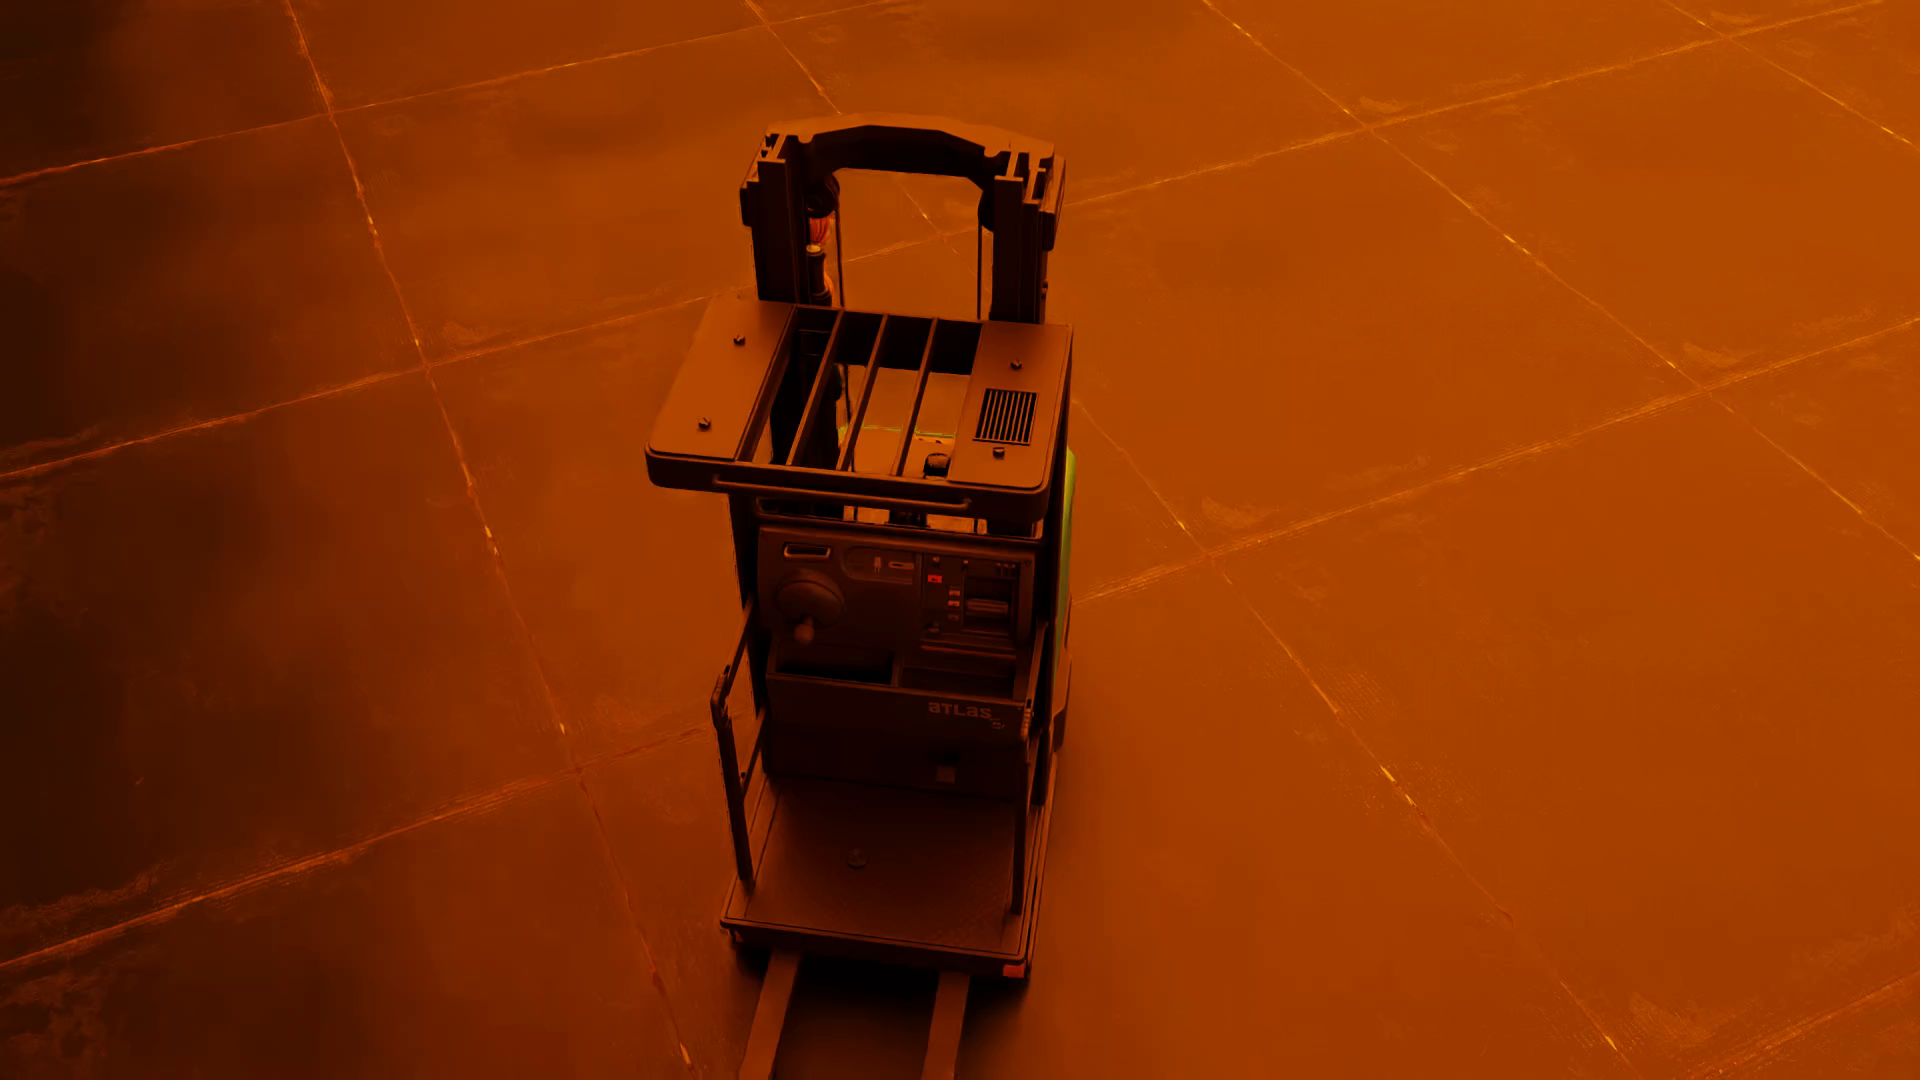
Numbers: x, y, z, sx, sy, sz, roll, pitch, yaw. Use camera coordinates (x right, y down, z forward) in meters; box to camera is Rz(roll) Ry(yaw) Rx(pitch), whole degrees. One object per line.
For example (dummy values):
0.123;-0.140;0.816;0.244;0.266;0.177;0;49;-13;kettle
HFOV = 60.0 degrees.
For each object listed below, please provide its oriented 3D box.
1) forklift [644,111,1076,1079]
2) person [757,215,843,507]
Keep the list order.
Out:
-0.247;0.269;5.392;1.130;2.935;3.031;6;43;6;forklift
-0.773;-0.812;7.605;0.420;1.566;0.745;1;43;2;person
